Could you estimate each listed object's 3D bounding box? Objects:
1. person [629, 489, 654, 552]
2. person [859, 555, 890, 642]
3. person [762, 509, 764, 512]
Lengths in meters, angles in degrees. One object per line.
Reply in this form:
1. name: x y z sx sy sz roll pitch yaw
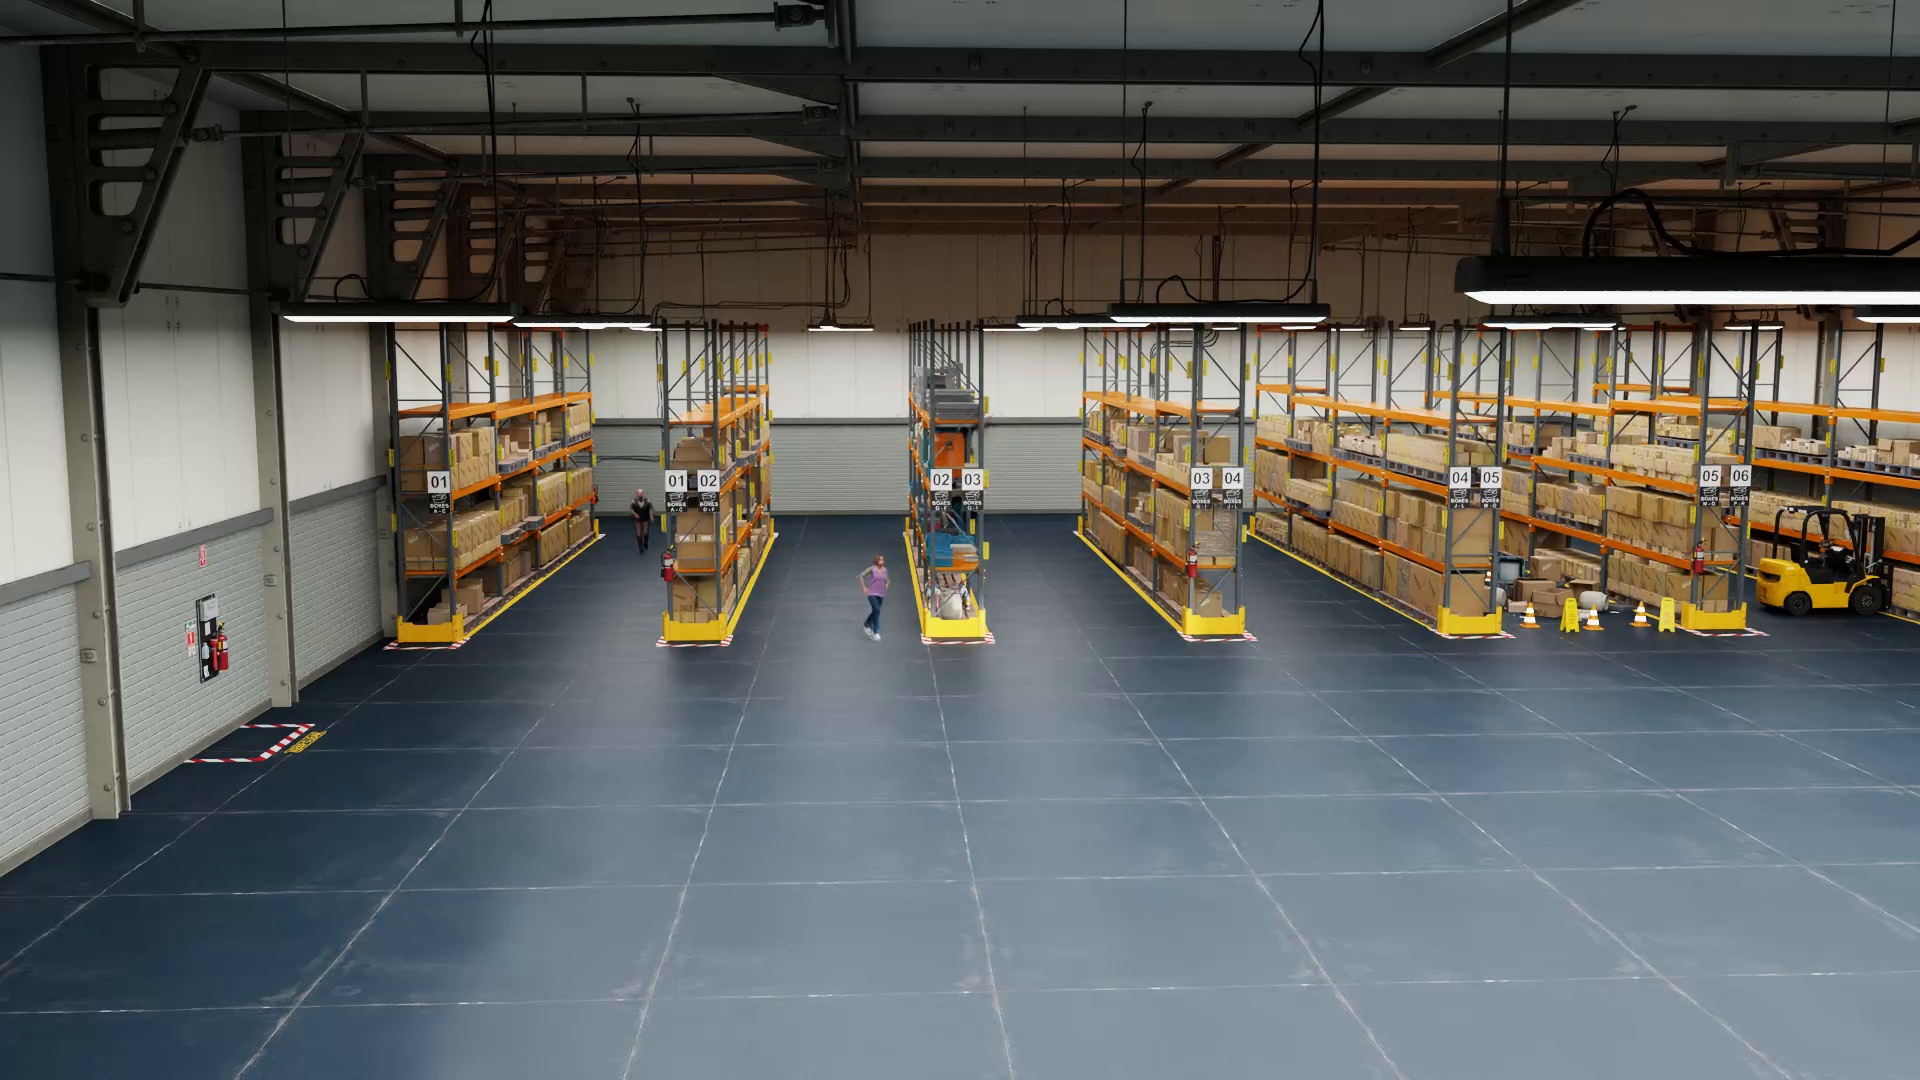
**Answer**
1. person: -8.340 -0.494 43.596 0.641 1.673 0.661 -1 7 -11
2. person: -1.588 1.078 31.401 0.551 1.626 0.744 -5 9 -36
3. person: -6.026 -1.073 48.347 0.741 1.716 0.602 0 7 2
